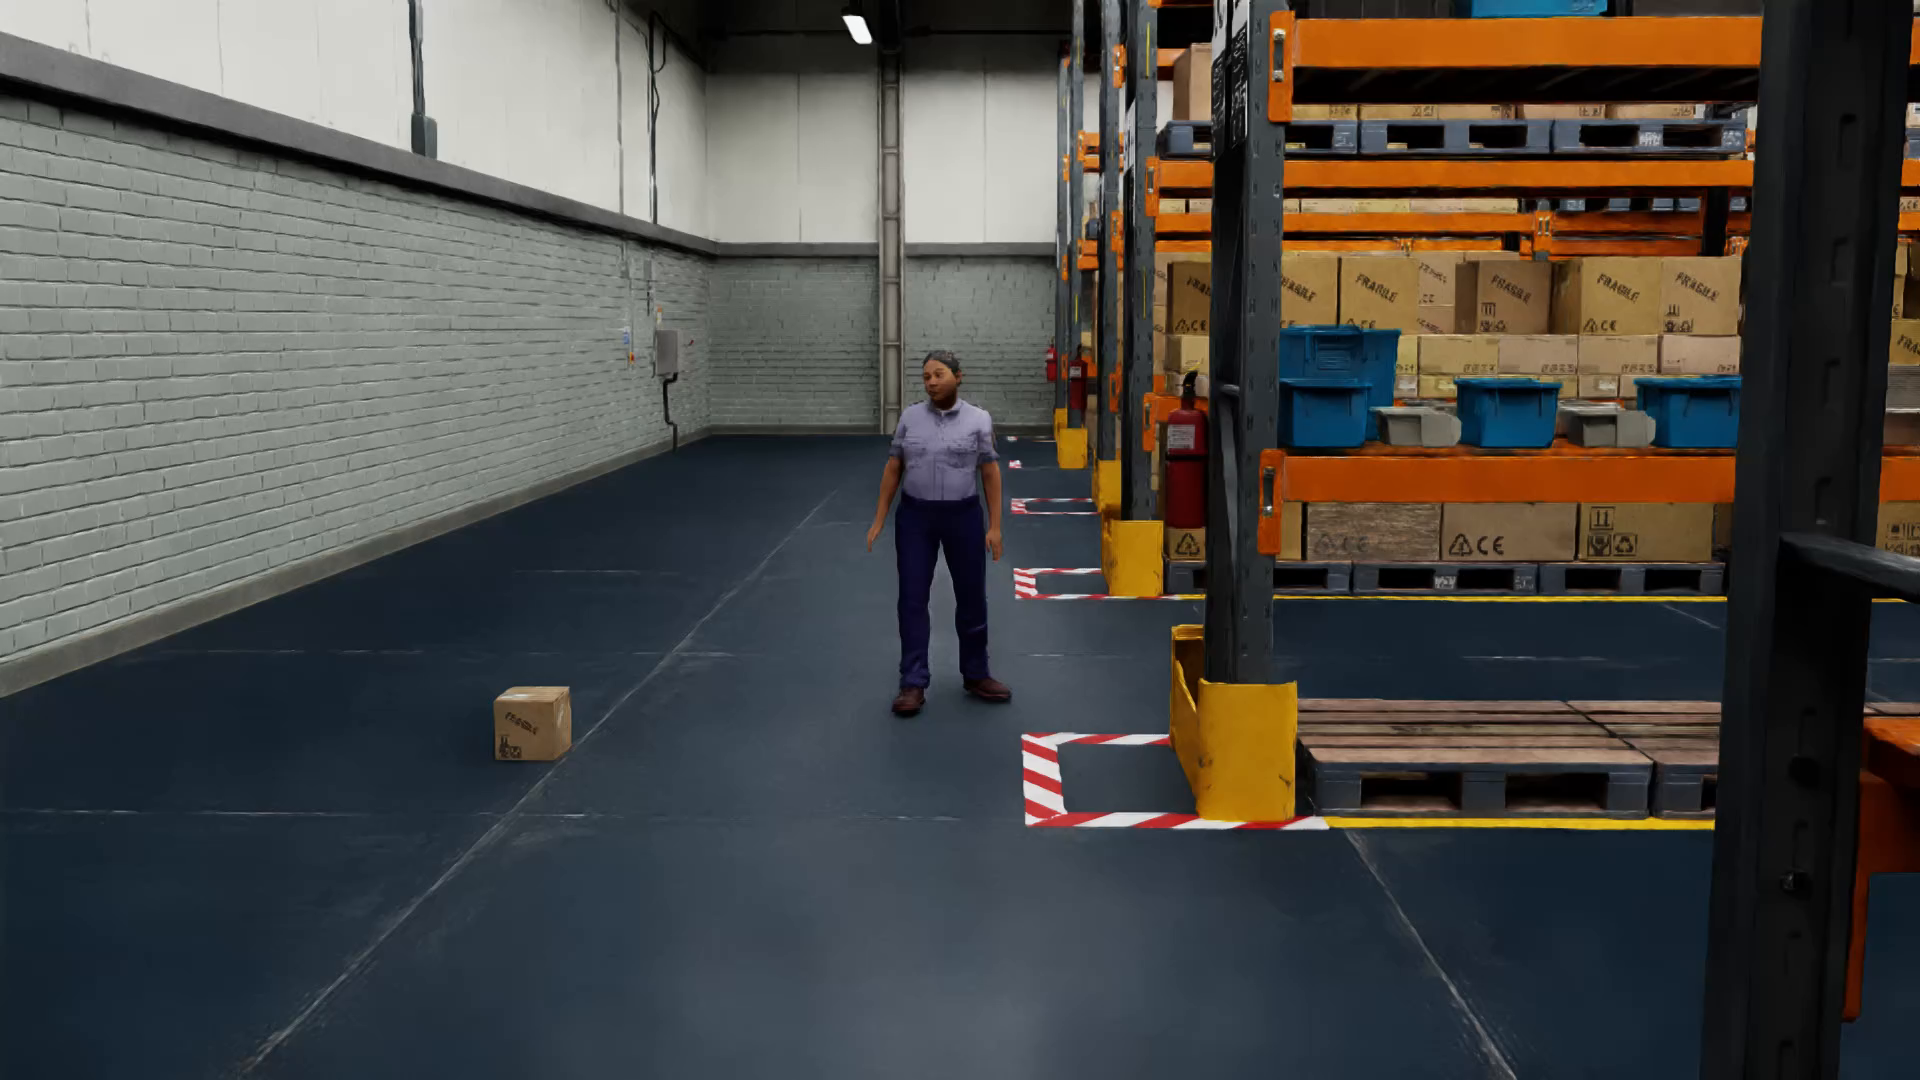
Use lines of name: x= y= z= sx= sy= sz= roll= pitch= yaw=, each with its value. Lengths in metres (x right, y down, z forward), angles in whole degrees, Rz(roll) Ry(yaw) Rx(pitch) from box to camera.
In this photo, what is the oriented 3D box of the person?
person: x=-0.097 y=-0.056 z=7.661 sx=0.671 sy=1.636 sz=0.571 roll=1 pitch=7 yaw=4
